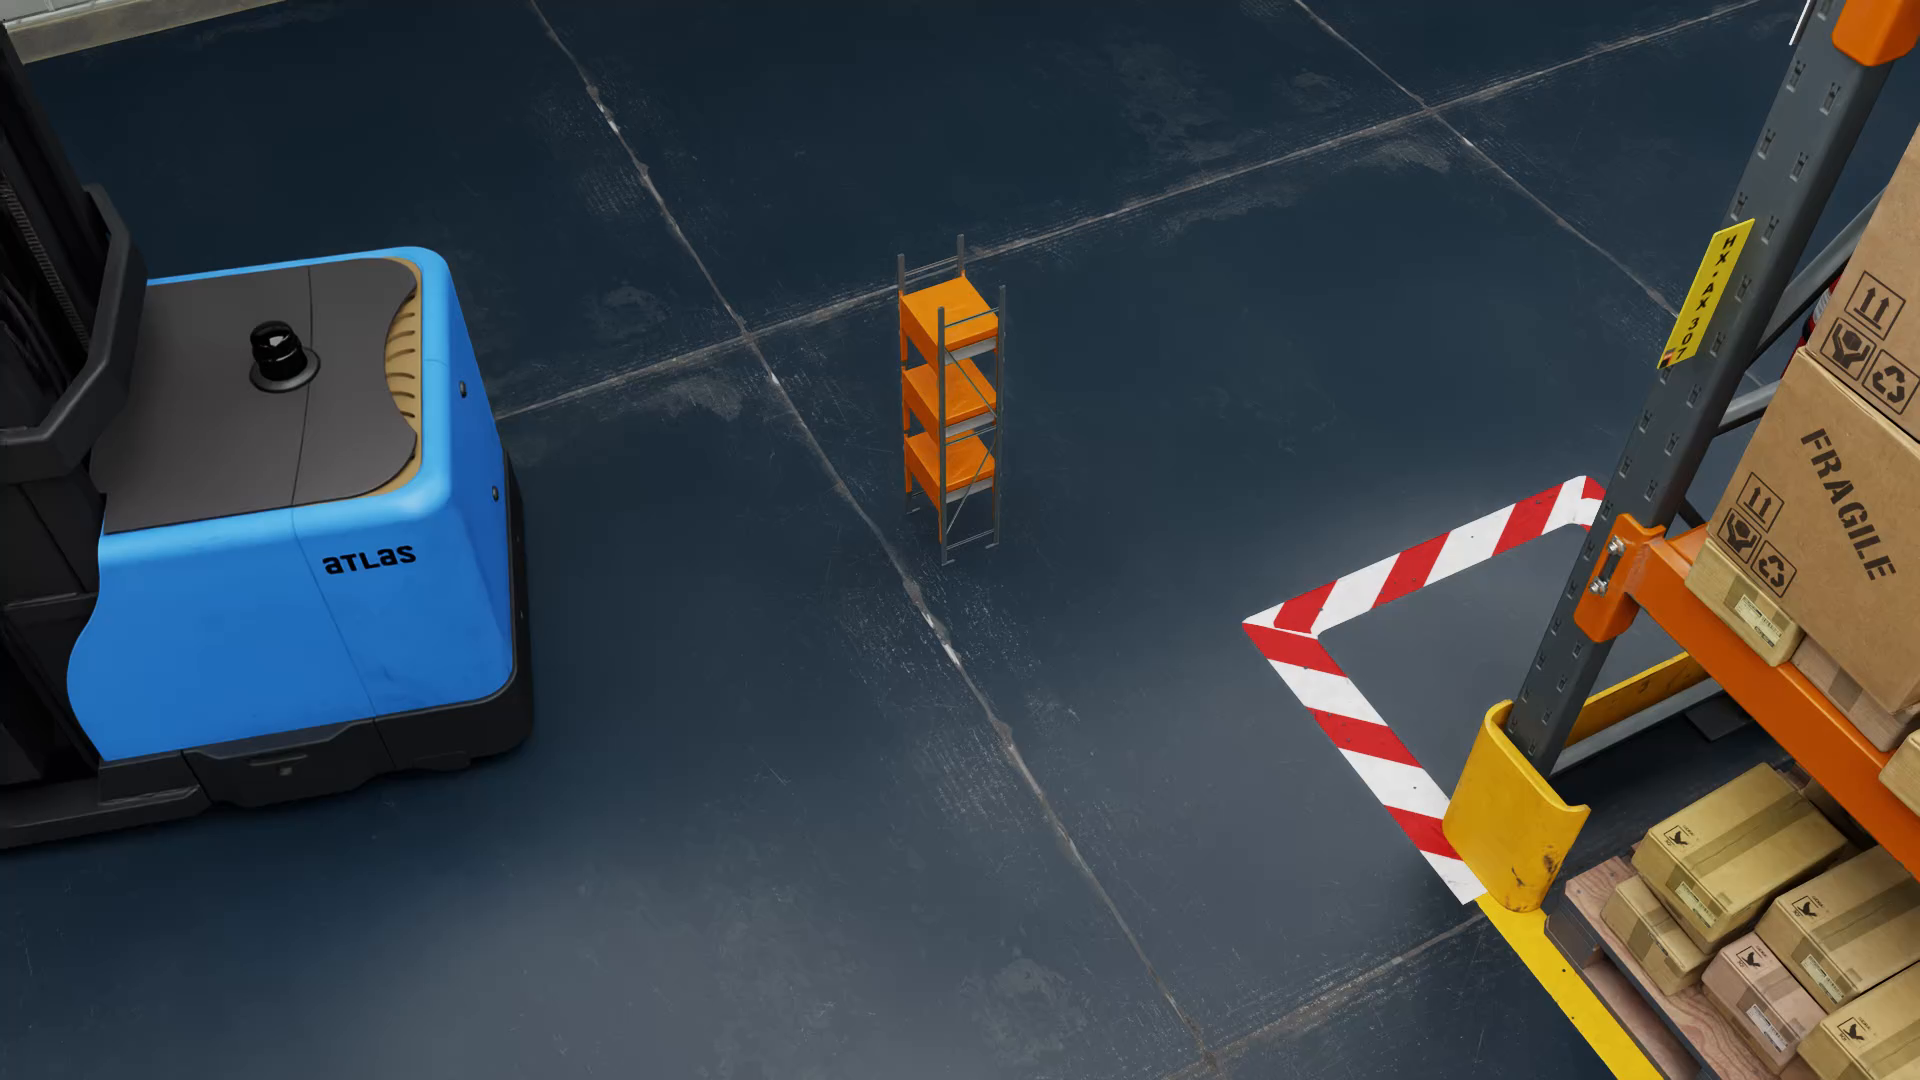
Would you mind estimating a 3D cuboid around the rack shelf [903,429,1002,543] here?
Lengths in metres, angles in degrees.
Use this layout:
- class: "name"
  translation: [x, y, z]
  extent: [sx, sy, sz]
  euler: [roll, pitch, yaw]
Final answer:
- class: "rack shelf"
  translation: [-0.024, -0.192, 5.103]
  extent: [0.215, 0.259, 0.240]
  euler: [-21, 52, -18]

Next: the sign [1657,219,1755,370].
- class: "sign"
  translation: [1.379, -0.451, 3.076]
  extent: [0.100, 0.325, 0.005]
  euler: [-21, 52, -18]

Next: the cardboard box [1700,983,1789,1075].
- class: "cardboard box"
  translation: [2.009, 1.056, 3.949]
  extent: [0.380, 0.149, 0.250]
  euler: [-21, 52, -18]

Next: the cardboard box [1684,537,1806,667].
- class: "cardboard box"
  translation: [1.718, 0.060, 3.372]
  extent: [0.380, 0.149, 0.250]
  euler: [-22, 52, -18]

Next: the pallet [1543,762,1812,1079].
- class: "pallet"
  translation: [2.236, 1.172, 4.085]
  extent: [1.003, 0.211, 1.213]
  euler: [-21, 52, -18]

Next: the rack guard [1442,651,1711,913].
- class: "rack guard"
  translation: [1.896, 0.521, 4.462]
  extent: [1.175, 0.500, 0.348]
  euler: [-21, 52, -18]

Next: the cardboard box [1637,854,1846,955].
- class: "cardboard box"
  translation: [1.873, 0.789, 3.985]
  extent: [0.380, 0.149, 0.250]
  euler: [-19, 52, -16]

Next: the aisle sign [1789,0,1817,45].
- class: "aisle sign"
  translation: [1.561, -1.154, 2.540]
  extent: [0.394, 0.787, 0.004]
  euler: [-21, 52, -18]

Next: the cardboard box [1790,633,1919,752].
- class: "cardboard box"
  translation: [1.871, 0.216, 3.235]
  extent: [0.380, 0.149, 0.250]
  euler: [-19, 52, -16]

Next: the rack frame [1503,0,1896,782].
- class: "rack frame"
  translation: [1.861, -0.353, 3.566]
  extent: [1.000, 3.000, 0.127]
  euler: [-21, 52, -18]

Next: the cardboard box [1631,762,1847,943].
- class: "cardboard box"
  translation: [1.799, 0.719, 3.848]
  extent: [0.380, 0.149, 0.250]
  euler: [-23, 53, -19]

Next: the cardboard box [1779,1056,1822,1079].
- class: "cardboard box"
  translation: [2.129, 1.219, 3.806]
  extent: [0.380, 0.149, 0.250]
  euler: [-21, 52, -17]

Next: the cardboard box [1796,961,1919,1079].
- class: "cardboard box"
  translation: [2.033, 1.075, 3.536]
  extent: [0.380, 0.149, 0.250]
  euler: [-21, 52, -18]

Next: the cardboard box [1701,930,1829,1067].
- class: "cardboard box"
  translation: [1.948, 0.992, 3.807]
  extent: [0.380, 0.149, 0.250]
  euler: [-21, 52, -18]

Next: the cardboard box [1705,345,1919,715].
- class: "cardboard box"
  translation: [1.821, -0.088, 3.070]
  extent: [0.500, 0.500, 0.500]
  euler: [-19, 51, -16]

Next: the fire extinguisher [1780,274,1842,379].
- class: "fire extinguisher"
  translation: [2.156, -0.532, 4.022]
  extent: [0.296, 0.674, 0.183]
  euler: [-21, 52, -18]

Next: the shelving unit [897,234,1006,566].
- class: "shelving unit"
  translation: [-0.024, -0.381, 4.886]
  extent: [0.215, 1.050, 0.252]
  euler: [-21, 52, -18]

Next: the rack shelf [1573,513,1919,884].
- class: "rack shelf"
  translation: [2.776, 1.223, 2.666]
  extent: [1.077, 0.370, 4.000]
  euler: [-21, 52, -18]

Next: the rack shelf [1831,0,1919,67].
- class: "rack shelf"
  translation: [2.776, 0.235, 1.537]
  extent: [1.077, 0.370, 4.000]
  euler: [-21, 52, -18]

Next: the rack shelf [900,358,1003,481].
- class: "rack shelf"
  translation: [-0.024, -0.374, 4.894]
  extent: [0.215, 0.259, 0.240]
  euler: [-21, 52, -18]

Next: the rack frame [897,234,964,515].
- class: "rack frame"
  translation: [-0.080, -0.463, 4.958]
  extent: [0.200, 1.050, 0.008]
  euler: [-21, 52, -18]

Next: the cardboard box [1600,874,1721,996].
- class: "cardboard box"
  translation: [1.816, 0.909, 4.078]
  extent: [0.380, 0.149, 0.250]
  euler: [-20, 52, -17]

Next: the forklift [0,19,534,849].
- class: "forklift"
  translation: [-2.777, -0.487, 3.729]
  extent: [3.031, 2.935, 1.130]
  euler: [-9, 49, -8]

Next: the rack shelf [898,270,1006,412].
- class: "rack shelf"
  translation: [-0.024, -0.561, 4.681]
  extent: [0.215, 0.259, 0.240]
  euler: [-21, 52, -18]

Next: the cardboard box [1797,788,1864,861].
- class: "cardboard box"
  translation: [2.288, 0.728, 4.235]
  extent: [0.380, 0.149, 0.250]
  euler: [-20, 52, -17]

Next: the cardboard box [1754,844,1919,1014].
- class: "cardboard box"
  translation: [2.032, 0.863, 3.723]
  extent: [0.380, 0.149, 0.250]
  euler: [-20, 52, -17]

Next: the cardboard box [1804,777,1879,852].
- class: "cardboard box"
  translation: [2.357, 0.605, 4.146]
  extent: [0.380, 0.149, 0.250]
  euler: [-22, 53, -18]

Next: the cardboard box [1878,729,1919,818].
- class: "cardboard box"
  translation: [1.947, 0.414, 3.062]
  extent: [0.380, 0.149, 0.250]
  euler: [-23, 53, -19]

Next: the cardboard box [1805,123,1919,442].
- class: "cardboard box"
  translation: [1.831, -0.421, 2.697]
  extent: [0.500, 0.500, 0.500]
  euler: [-21, 52, -18]

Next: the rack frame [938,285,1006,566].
- class: "rack frame"
  translation: [0.031, -0.300, 4.815]
  extent: [0.200, 1.050, 0.008]
  euler: [-21, 52, -18]
